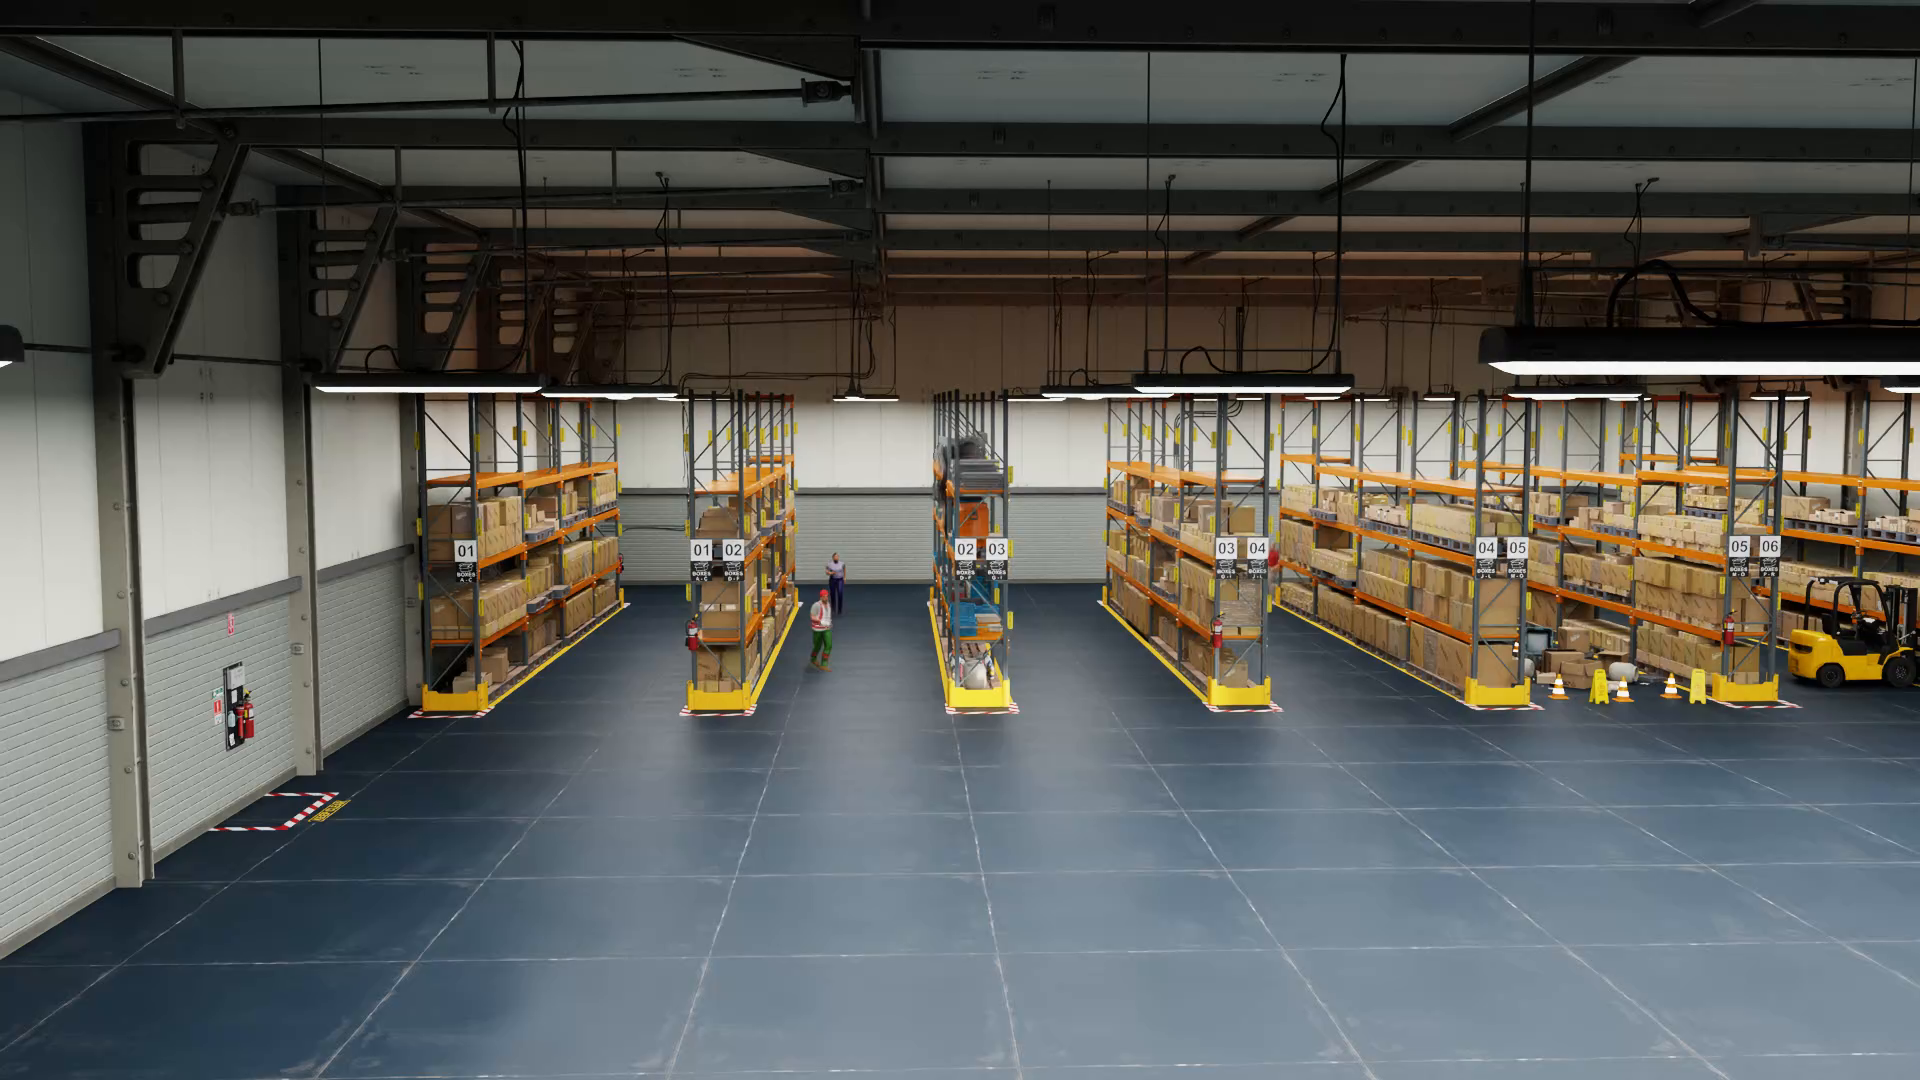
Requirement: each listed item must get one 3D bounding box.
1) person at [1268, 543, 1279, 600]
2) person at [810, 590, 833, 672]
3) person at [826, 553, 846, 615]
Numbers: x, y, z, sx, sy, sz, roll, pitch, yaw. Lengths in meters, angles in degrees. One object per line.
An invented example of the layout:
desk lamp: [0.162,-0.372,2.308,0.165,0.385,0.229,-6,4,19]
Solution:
person: [9.170,0.926,48.695,0.668,1.709,0.708,-2,5,-20]
person: [-3.034,1.925,35.679,0.628,1.761,0.865,-4,6,-40]
person: [-3.394,1.194,45.493,0.572,1.707,0.842,-1,5,-7]
